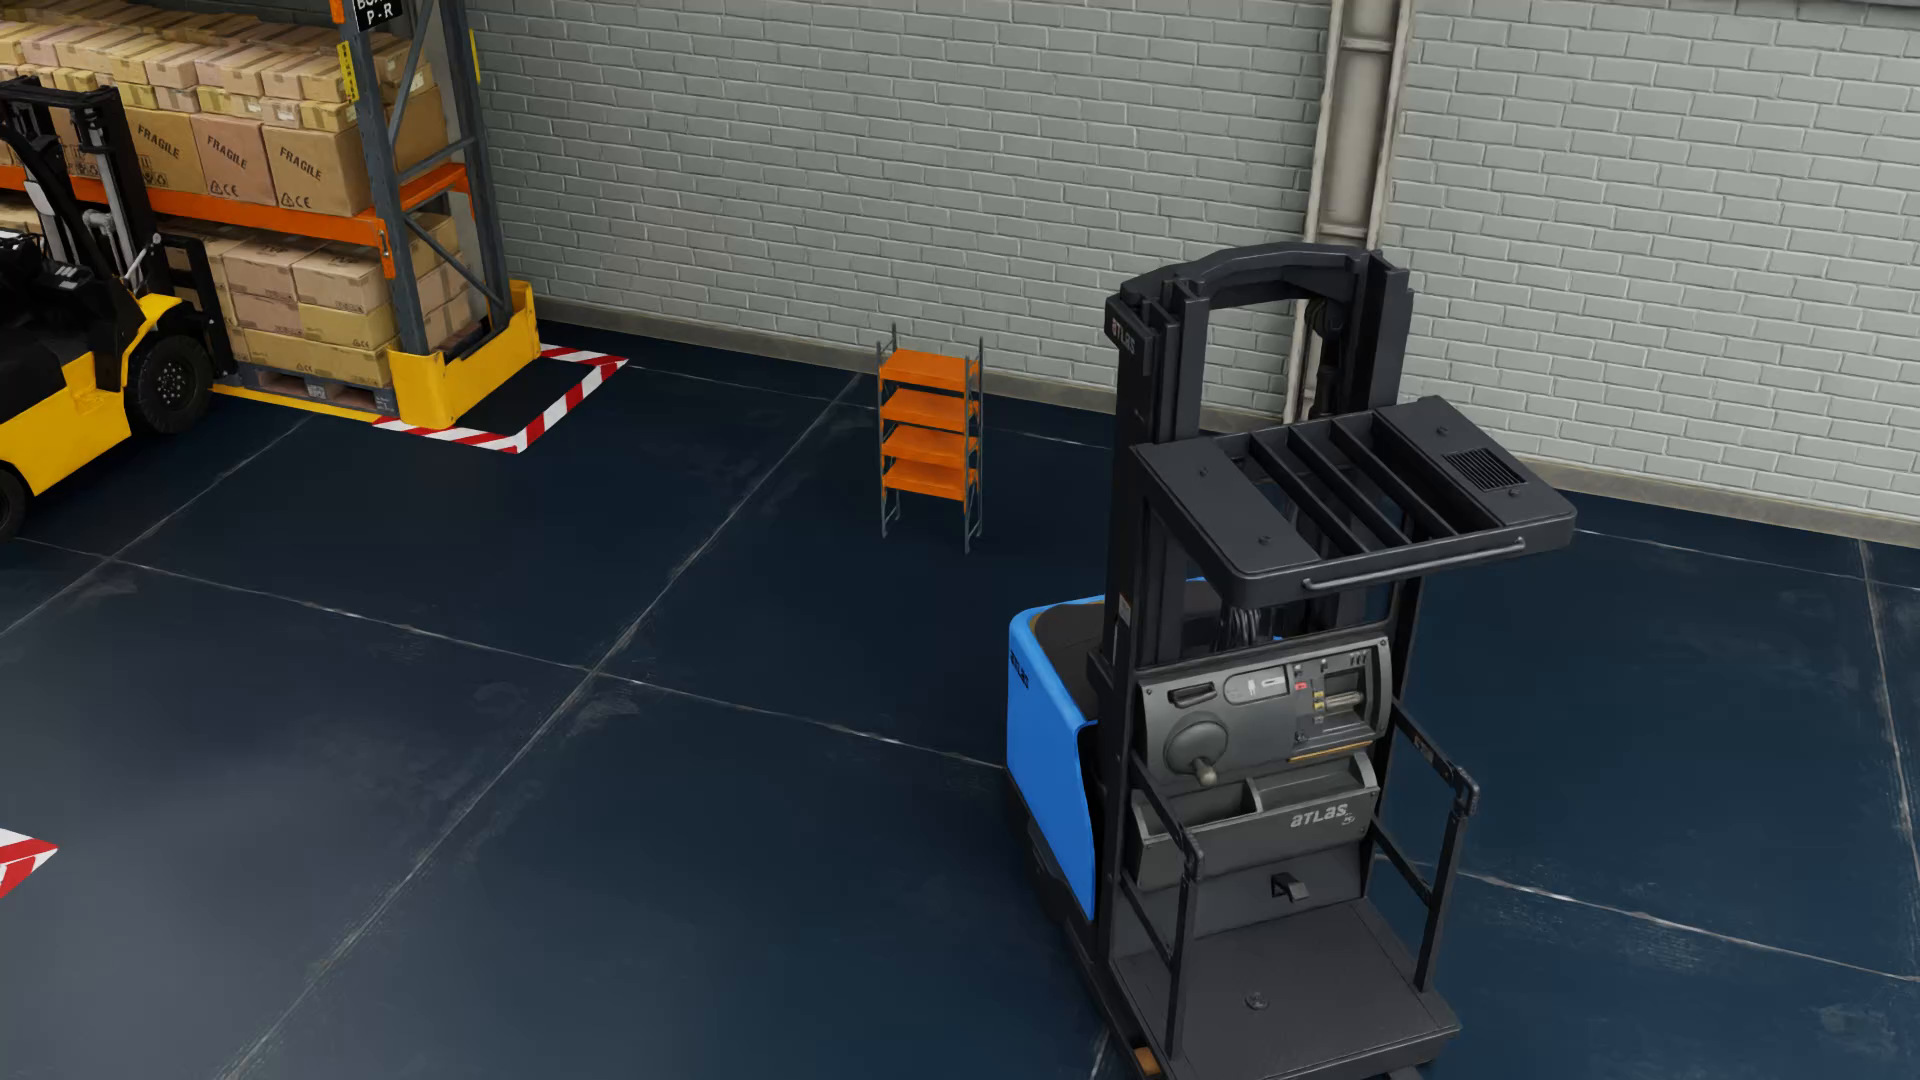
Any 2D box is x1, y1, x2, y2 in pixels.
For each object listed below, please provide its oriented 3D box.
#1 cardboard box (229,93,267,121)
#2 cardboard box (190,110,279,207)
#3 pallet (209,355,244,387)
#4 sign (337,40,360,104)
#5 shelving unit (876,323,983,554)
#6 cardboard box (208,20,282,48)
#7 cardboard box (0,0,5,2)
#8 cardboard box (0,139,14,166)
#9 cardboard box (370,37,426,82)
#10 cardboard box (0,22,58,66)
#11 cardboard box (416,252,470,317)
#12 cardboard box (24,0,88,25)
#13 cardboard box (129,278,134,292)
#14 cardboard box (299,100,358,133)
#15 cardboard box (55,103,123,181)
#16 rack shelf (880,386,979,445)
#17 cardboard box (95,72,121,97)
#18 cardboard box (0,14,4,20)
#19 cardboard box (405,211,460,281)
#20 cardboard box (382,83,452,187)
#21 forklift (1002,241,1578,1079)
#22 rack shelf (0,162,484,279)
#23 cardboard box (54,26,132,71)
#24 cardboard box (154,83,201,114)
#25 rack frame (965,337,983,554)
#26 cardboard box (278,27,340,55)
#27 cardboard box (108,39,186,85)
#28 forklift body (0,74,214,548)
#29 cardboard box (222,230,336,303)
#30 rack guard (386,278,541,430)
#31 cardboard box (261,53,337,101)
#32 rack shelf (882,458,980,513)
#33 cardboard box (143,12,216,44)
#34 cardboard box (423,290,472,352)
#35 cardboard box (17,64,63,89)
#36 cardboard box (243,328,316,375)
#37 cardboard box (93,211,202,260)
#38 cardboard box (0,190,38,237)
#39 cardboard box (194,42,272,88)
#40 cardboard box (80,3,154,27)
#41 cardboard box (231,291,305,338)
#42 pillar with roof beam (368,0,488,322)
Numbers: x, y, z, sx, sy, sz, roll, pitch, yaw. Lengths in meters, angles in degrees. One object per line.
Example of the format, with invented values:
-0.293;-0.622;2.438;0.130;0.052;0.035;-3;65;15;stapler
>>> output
-4.066;-2.610;9.804;0.250;0.149;0.380;12;35;17;cardboard box
-4.208;-2.362;10.019;0.500;0.500;0.500;12;35;18;cardboard box
-5.049;-1.436;11.247;1.213;0.211;1.003;11;34;16;pallet
-3.367;-2.576;9.156;0.005;0.325;0.100;11;34;16;sign
-0.156;-0.534;8.939;0.503;1.200;0.258;11;34;16;shelving unit
-4.387;-3.069;10.242;0.250;0.149;0.380;12;35;18;cardboard box
-6.311;-3.465;10.854;0.250;0.149;0.380;10;34;15;cardboard box
-6.110;-2.737;10.600;0.500;0.500;0.500;12;35;17;cardboard box
-3.415;-2.875;9.940;0.250;0.149;0.380;10;34;16;cardboard box
-5.755;-3.049;10.211;0.250;0.149;0.380;10;34;16;cardboard box
-3.543;-1.688;10.754;0.500;0.250;0.500;12;35;17;cardboard box
-5.801;-3.409;10.769;0.250;0.149;0.380;10;34;16;cardboard box
-5.165;-1.700;10.772;0.500;0.250;0.500;11;34;16;cardboard box
-3.591;-2.499;9.634;0.250;0.149;0.380;12;35;17;cardboard box
-5.167;-2.542;10.298;0.500;0.500;0.500;11;35;17;cardboard box
-0.156;-0.666;8.855;0.480;0.148;0.258;11;34;16;rack shelf
-5.012;-2.813;10.120;0.250;0.149;0.380;11;34;16;cardboard box
-6.216;-3.182;10.417;0.250;0.149;0.380;10;34;16;cardboard box
-3.559;-1.890;10.607;0.500;0.250;0.500;10;34;16;cardboard box
-3.543;-2.539;10.293;0.500;0.500;0.500;12;35;18;cardboard box
1.124;0.641;5.523;1.130;2.935;3.031;-10;34;-15;forklift
-5.053;-2.328;10.722;4.000;0.370;1.077;11;34;16;rack shelf
-5.256;-2.994;10.126;0.250;0.149;0.380;11;34;17;cardboard box
-4.562;-2.686;9.922;0.250;0.149;0.380;10;34;15;cardboard box
0.074;-0.490;8.870;0.015;1.200;0.240;11;34;16;rack frame
-3.903;-2.981;10.105;0.250;0.149;0.380;12;35;17;cardboard box
-4.814;-2.844;9.893;0.250;0.149;0.380;12;35;17;cardboard box
-5.571;-1.323;9.285;1.214;2.155;2.313;11;34;16;forklift body
-4.192;-1.721;10.345;0.500;0.250;0.500;12;35;17;cardboard box
-3.148;-1.210;10.631;0.348;0.500;1.175;11;34;16;rack guard
-3.821;-2.691;9.656;0.250;0.149;0.380;11;34;17;cardboard box
-0.156;-0.311;9.084;0.480;0.148;0.258;11;34;16;rack shelf
-4.861;-3.172;10.401;0.250;0.149;0.380;11;34;17;cardboard box
-3.567;-1.475;10.886;0.500;0.250;0.500;11;34;17;cardboard box
-5.529;-2.869;10.207;0.250;0.149;0.380;10;34;15;cardboard box
-4.184;-1.306;10.624;0.500;0.250;0.500;11;34;16;cardboard box
-5.145;-1.905;10.629;0.500;0.250;0.500;10;34;15;cardboard box
-6.108;-2.090;10.916;0.500;0.250;0.500;11;34;17;cardboard box
-4.286;-2.809;9.838;0.250;0.149;0.380;11;35;17;cardboard box
-5.339;-3.281;10.570;0.250;0.149;0.380;11;34;16;cardboard box
-4.203;-1.522;10.498;0.500;0.250;0.500;11;34;16;cardboard box
-4.974;-3.174;5.838;0.400;9.000;9.100;11;34;16;pillar with roof beam
